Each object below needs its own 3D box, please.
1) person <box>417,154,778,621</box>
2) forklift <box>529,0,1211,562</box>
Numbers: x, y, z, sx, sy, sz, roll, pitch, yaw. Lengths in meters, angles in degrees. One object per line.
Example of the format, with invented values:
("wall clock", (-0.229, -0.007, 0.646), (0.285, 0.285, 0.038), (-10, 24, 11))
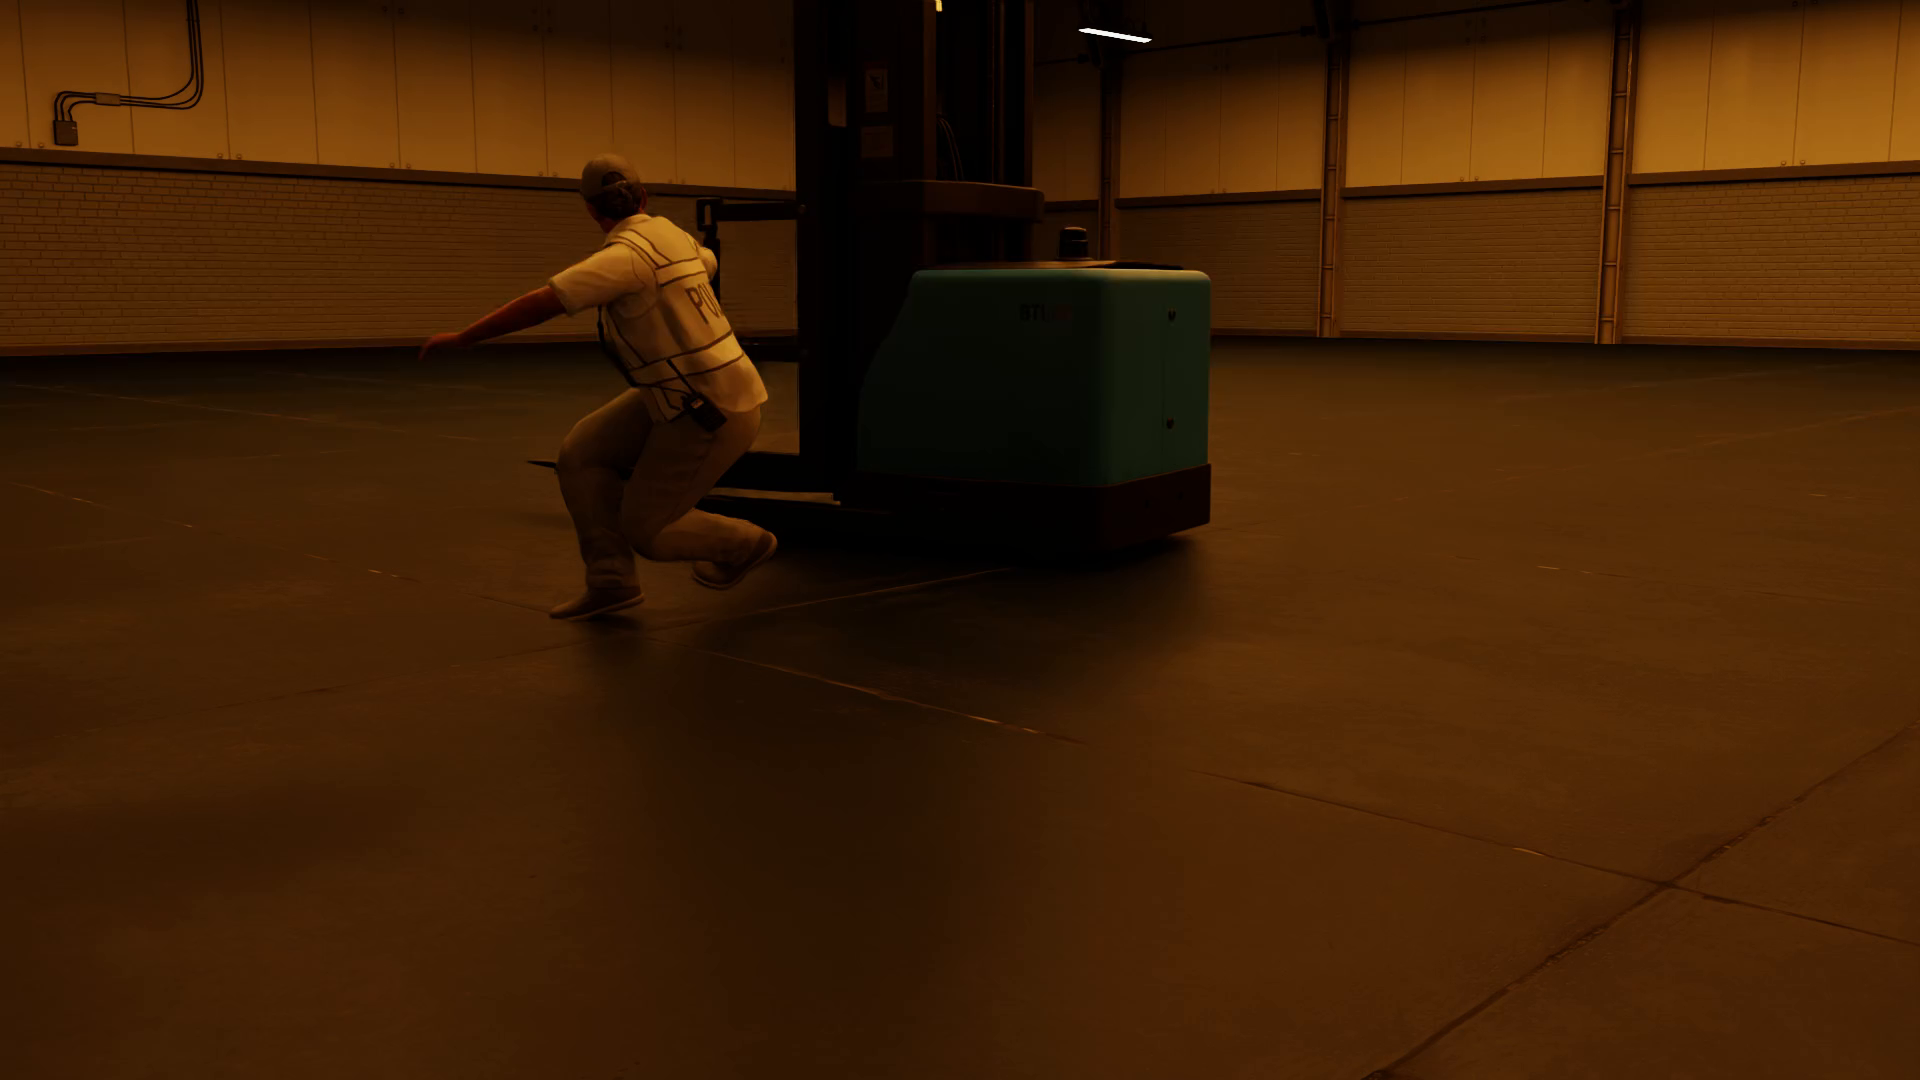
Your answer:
("person", (-1.092, -0.454, 5.097), (1.063, 1.417, 0.774), (-2, 9, -15))
("forklift", (-0.513, -1.511, 6.905), (3.031, 2.935, 1.130), (5, 10, 32))
